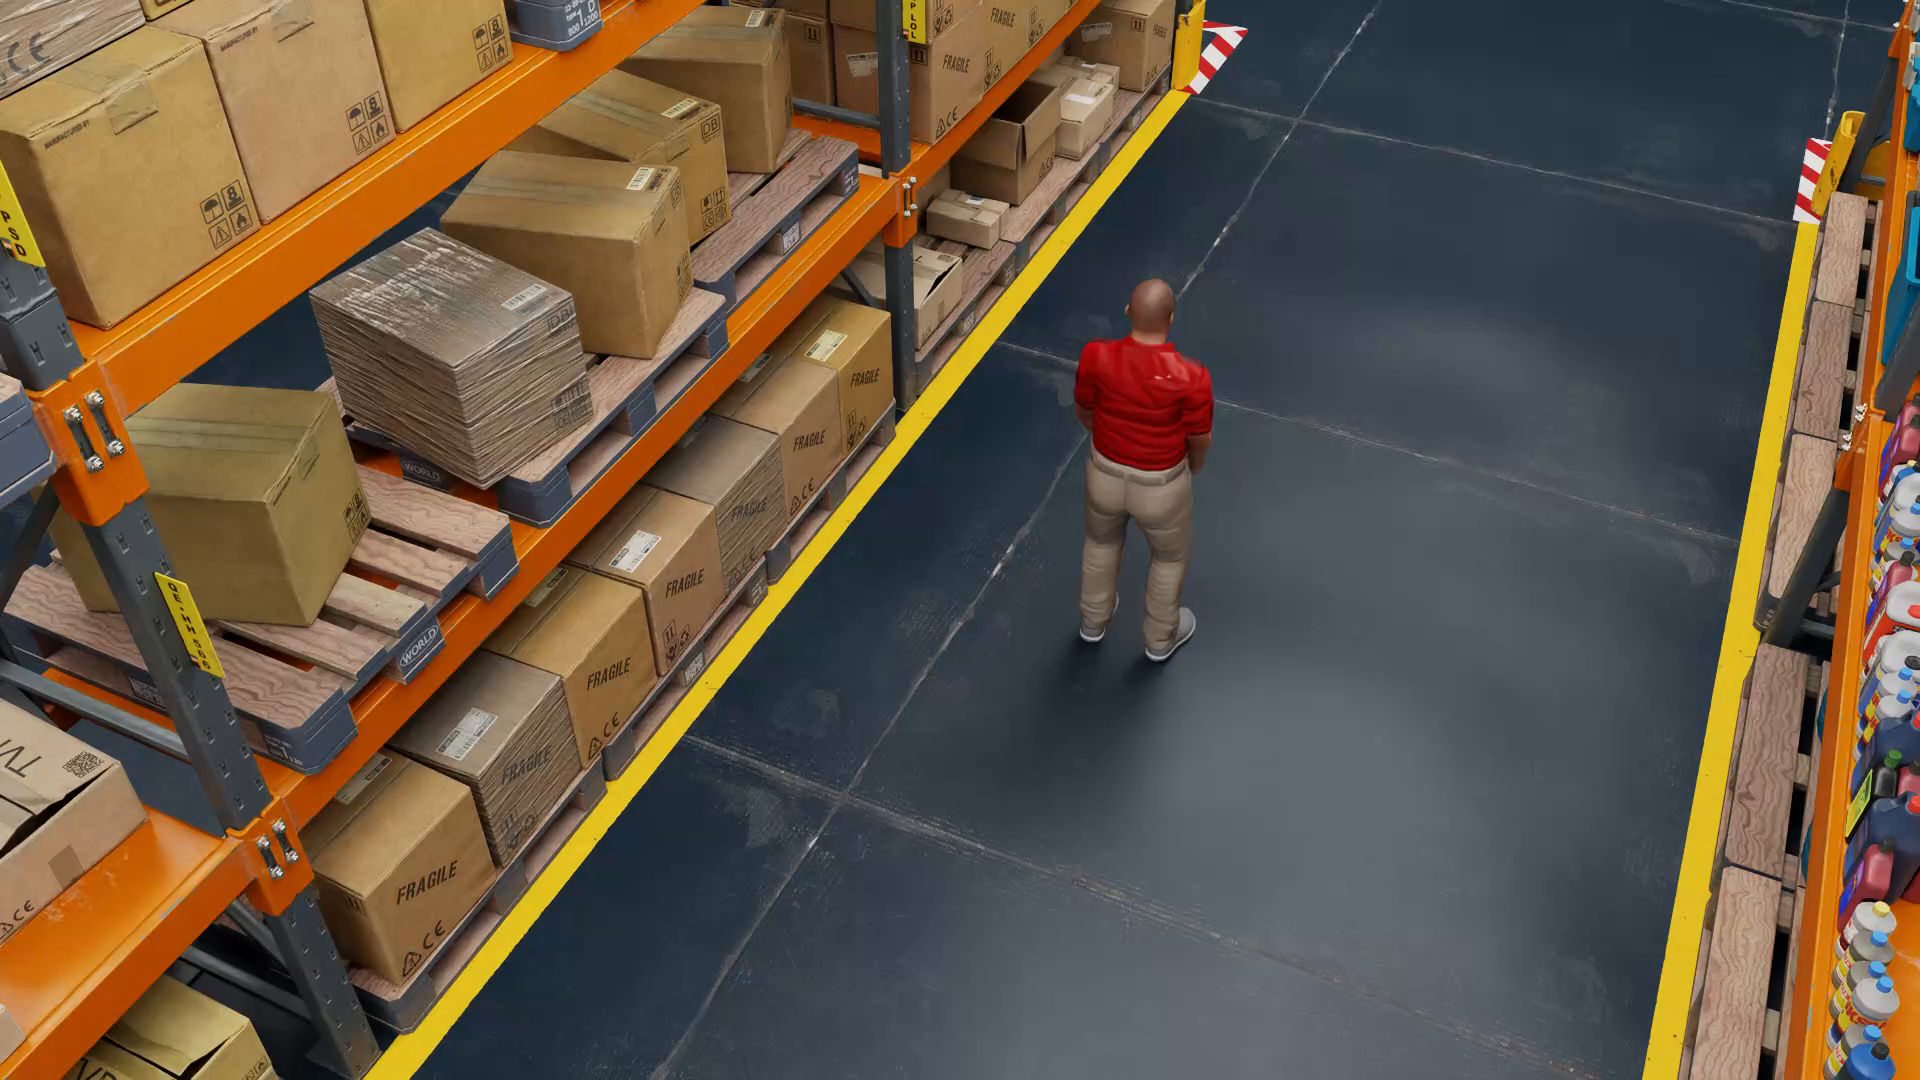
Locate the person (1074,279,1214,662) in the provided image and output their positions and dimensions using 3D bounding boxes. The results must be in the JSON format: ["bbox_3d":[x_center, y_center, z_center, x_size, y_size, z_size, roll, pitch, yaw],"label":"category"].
[{"bbox_3d":[0.708,-0.275,6.473,0.539,1.733,0.423,17,44,18],"label":"person"}]
